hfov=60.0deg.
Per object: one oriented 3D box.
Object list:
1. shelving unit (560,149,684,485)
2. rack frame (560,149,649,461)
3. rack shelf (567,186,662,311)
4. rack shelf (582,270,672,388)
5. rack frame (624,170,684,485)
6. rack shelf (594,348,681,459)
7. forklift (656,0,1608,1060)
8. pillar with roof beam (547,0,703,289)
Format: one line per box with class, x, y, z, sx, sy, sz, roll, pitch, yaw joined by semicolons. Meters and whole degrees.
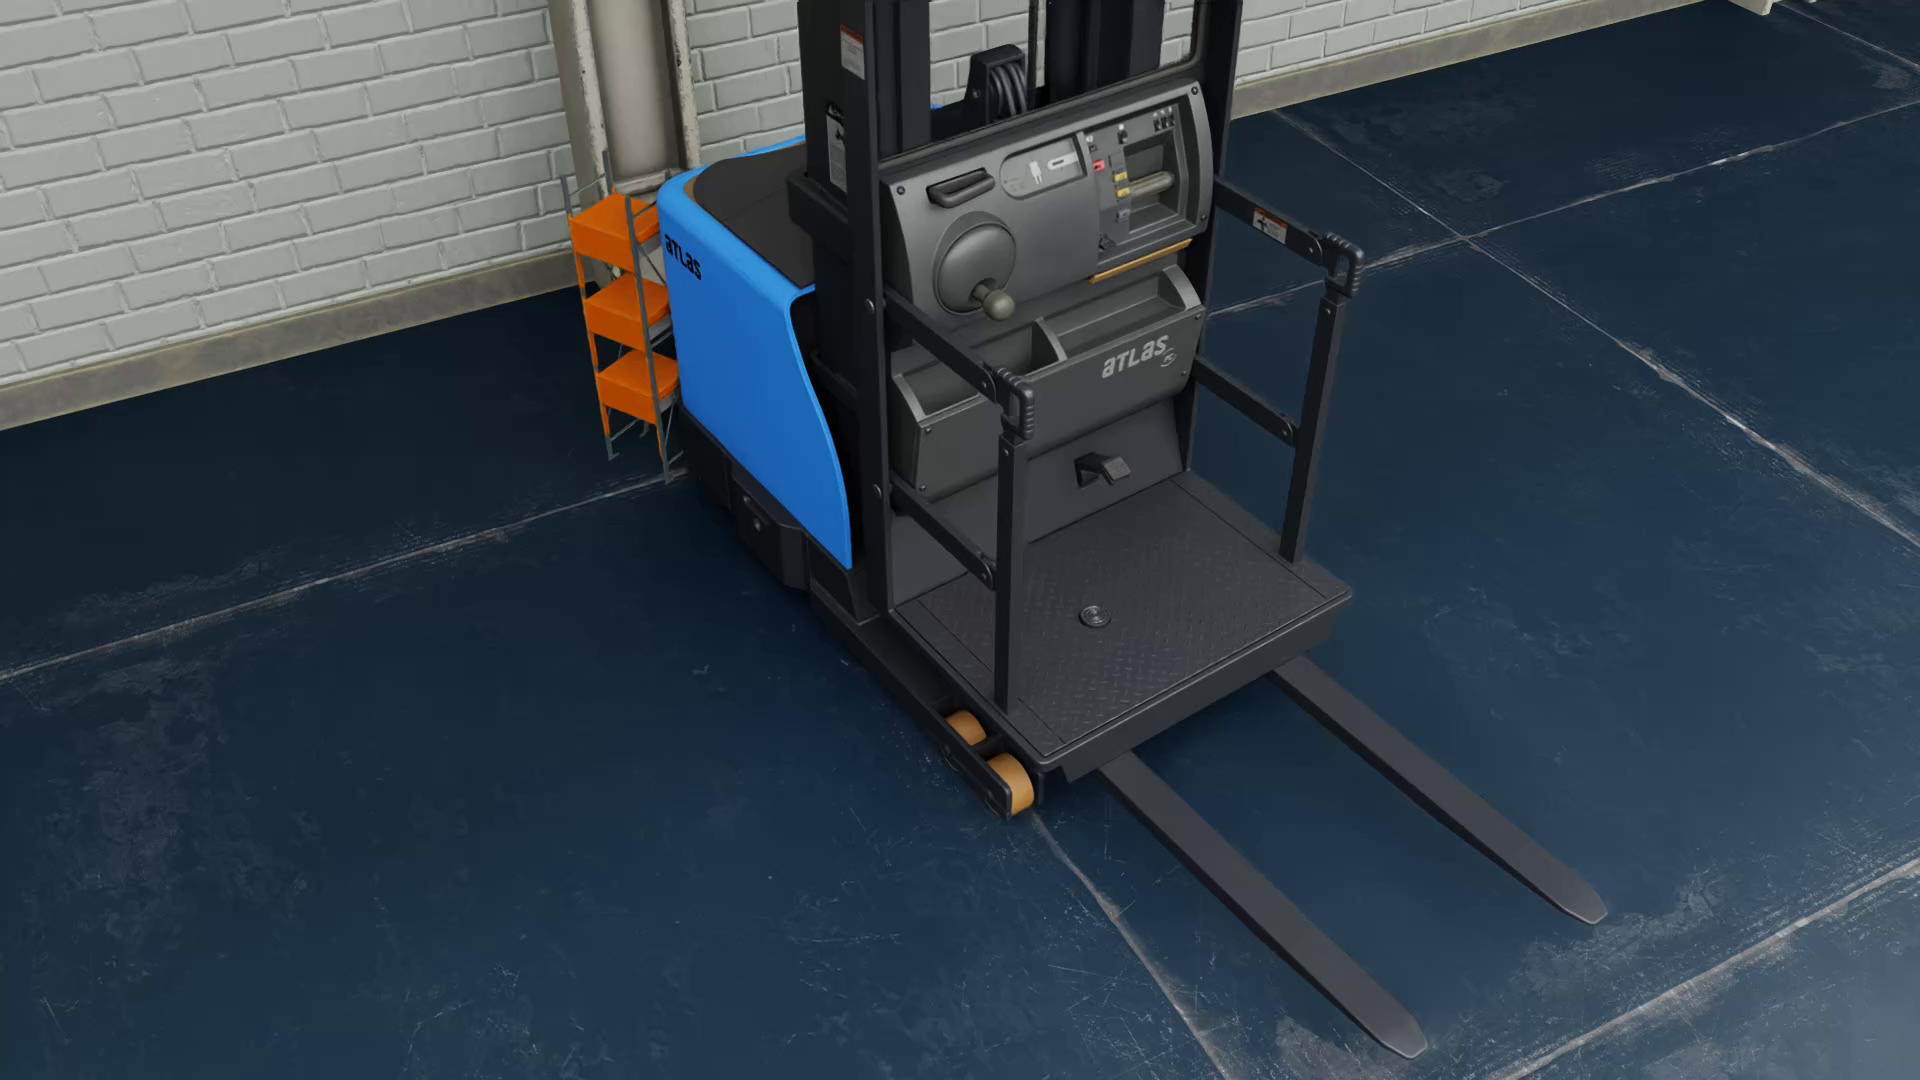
shelving unit;-1.016;-0.680;5.241;0.252;1.050;0.215;22;45;24
rack frame;-1.120;-0.722;5.290;0.008;1.050;0.200;22;45;24
rack shelf;-1.016;-0.889;5.064;0.240;0.259;0.215;22;45;24
rack shelf;-1.016;-0.672;5.248;0.240;0.259;0.215;22;45;24
rack frame;-0.912;-0.639;5.192;0.008;1.050;0.200;22;45;24
rack shelf;-1.016;-0.460;5.427;0.240;0.259;0.215;22;45;24
forklift;0.364;-0.749;3.867;1.130;2.935;3.031;-25;46;-26
pillar with roof beam;0.807;-1.965;0.606;0.400;9.000;9.100;-19;44;-21
